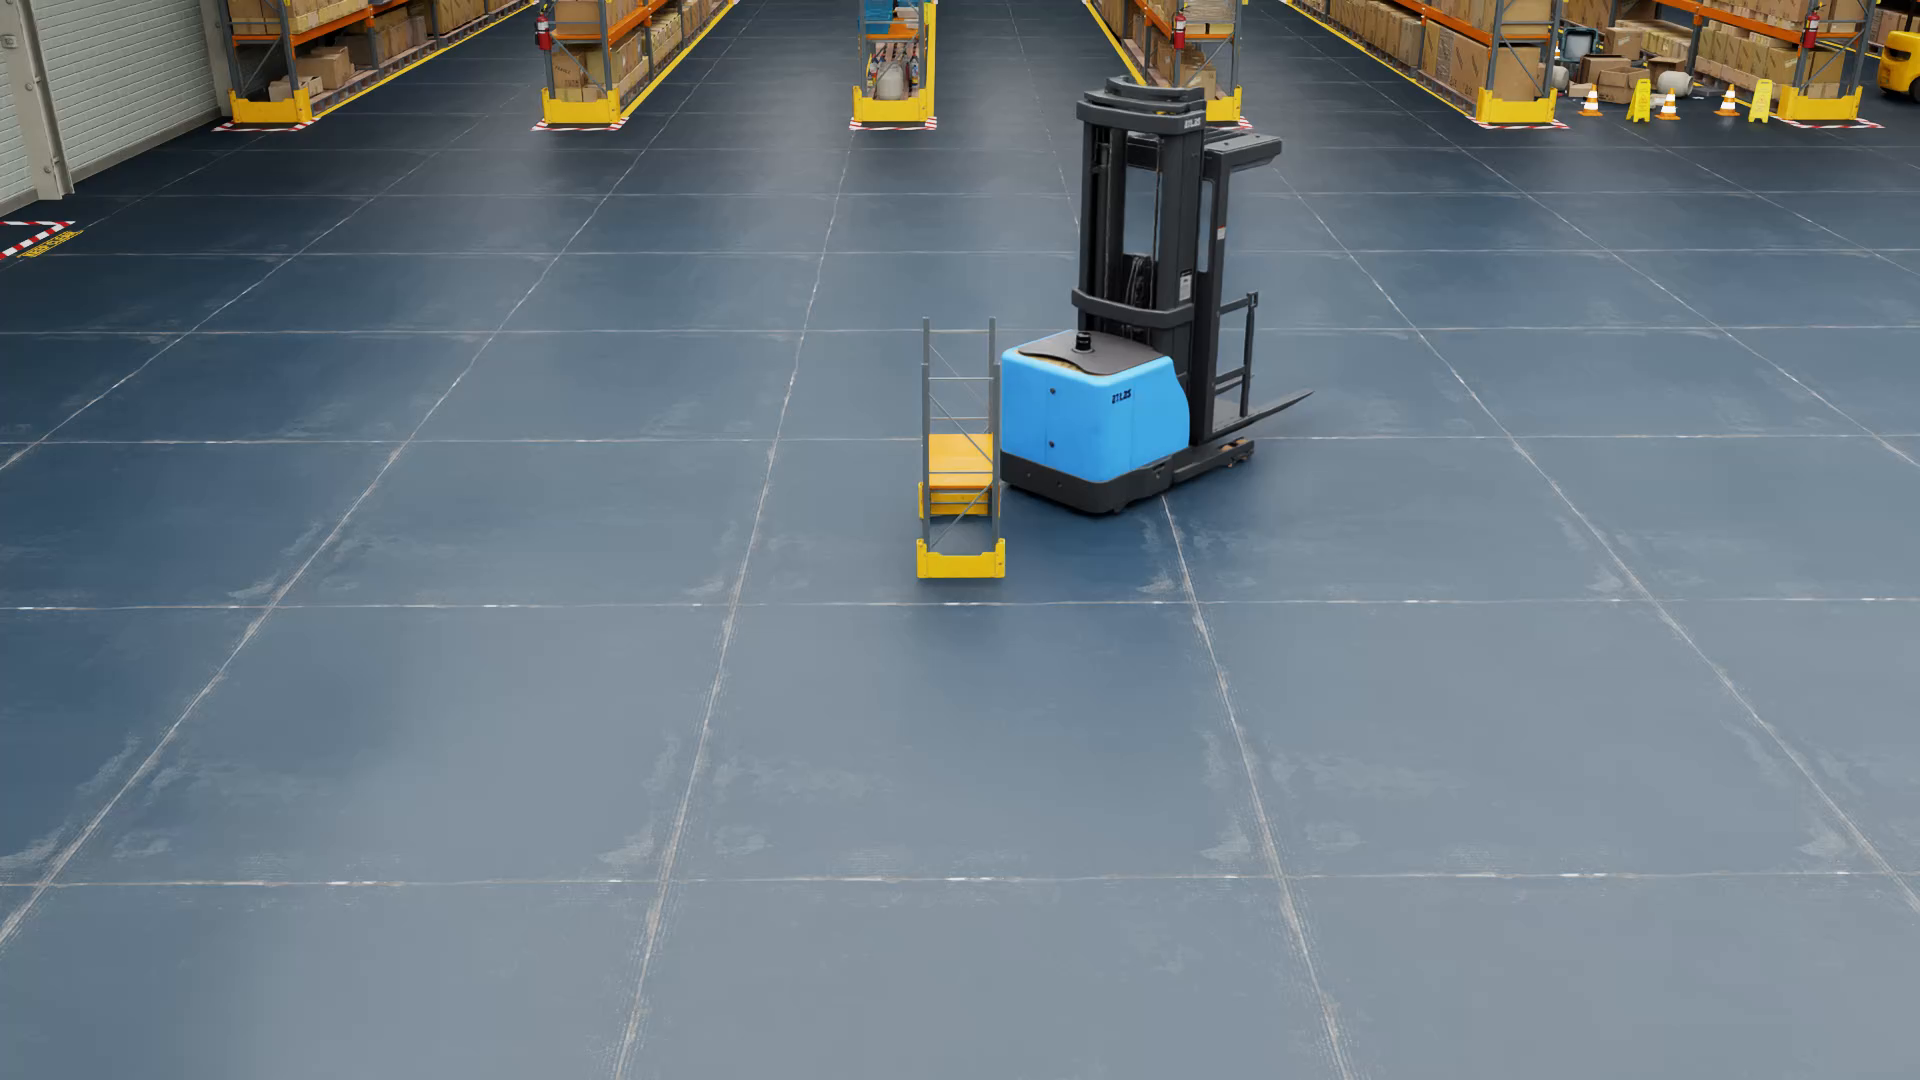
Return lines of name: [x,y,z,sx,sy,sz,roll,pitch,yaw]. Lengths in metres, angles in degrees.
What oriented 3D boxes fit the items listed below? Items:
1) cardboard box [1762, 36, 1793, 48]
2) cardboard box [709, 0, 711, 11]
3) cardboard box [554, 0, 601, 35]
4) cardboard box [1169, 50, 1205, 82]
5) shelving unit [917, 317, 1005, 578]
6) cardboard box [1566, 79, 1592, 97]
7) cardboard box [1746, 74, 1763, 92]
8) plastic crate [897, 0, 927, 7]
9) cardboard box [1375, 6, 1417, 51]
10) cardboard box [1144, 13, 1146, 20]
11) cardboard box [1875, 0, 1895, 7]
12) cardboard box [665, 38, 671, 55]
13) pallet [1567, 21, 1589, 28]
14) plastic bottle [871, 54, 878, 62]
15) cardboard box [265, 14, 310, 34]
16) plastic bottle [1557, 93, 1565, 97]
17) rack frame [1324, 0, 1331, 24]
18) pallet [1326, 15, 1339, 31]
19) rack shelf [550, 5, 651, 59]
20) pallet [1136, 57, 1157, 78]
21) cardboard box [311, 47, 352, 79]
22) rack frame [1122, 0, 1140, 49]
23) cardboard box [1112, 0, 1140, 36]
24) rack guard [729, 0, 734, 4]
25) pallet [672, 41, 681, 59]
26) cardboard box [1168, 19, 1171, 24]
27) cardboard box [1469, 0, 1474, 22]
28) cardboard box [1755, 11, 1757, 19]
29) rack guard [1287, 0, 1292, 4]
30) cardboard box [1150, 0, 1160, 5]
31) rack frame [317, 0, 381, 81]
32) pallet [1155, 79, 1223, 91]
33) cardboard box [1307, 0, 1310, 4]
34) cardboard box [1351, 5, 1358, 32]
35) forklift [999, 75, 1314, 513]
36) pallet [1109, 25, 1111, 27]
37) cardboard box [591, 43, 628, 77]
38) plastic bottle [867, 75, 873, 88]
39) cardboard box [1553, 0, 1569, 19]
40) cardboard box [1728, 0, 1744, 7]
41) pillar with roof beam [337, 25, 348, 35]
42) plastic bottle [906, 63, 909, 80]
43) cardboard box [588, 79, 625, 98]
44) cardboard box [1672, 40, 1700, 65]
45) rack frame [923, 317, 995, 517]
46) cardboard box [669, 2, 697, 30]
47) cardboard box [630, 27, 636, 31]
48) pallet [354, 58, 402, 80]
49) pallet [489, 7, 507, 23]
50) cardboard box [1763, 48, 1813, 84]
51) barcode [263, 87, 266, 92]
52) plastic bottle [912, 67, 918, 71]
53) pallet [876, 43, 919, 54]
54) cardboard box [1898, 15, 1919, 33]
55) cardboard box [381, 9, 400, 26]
cardboard box: [13.460,-8.200,27.371,0.380,0.149,0.250,0,24,1]
cardboard box: [-5.934,-12.151,37.705,0.500,0.311,0.500,0,24,-1]
cardboard box: [-6.007,-8.295,26.329,0.700,0.500,0.500,0,24,-1]
cardboard box: [3.911,-8.144,28.641,0.500,0.500,0.500,-2,24,-5]
shelving unit: [0.001,-0.652,11.371,0.587,1.500,1.083,0,24,-1]
cardboard box: [10.669,-7.783,28.636,0.396,0.266,0.258,4,25,9]
cardboard box: [13.525,-7.628,27.804,0.500,0.250,0.500,0,24,0]
plastic crate: [-0.821,-9.203,28.639,0.499,0.251,0.616,0,24,-1]
cardboard box: [8.694,-9.932,32.290,1.050,0.750,0.750,0,24,0]
cardboard box: [3.857,-10.305,32.485,0.500,0.250,0.500,2,24,5]
cardboard box: [18.983,-11.029,34.232,0.380,0.149,0.250,1,24,2]
cardboard box: [-5.832,-9.445,31.820,0.500,0.250,0.500,0,24,0]
pallet: [13.770,-10.997,35.809,1.003,0.211,1.213,0,24,-1]
plastic bottle: [-1.511,-8.385,29.330,0.144,0.351,0.185,0,24,1]
cardboard box: [-10.656,-8.176,26.346,0.500,0.250,0.500,-1,24,-2]
plastic bottle: [10.251,-7.654,28.600,0.283,0.061,0.133,-9,26,-19]
rack frame: [8.721,-13.025,36.909,1.000,3.000,0.127,0,24,-1]
pallet: [8.731,-11.434,36.775,1.003,0.211,1.213,0,24,-1]
rack shelf: [-6.036,-8.553,27.895,1.077,0.370,4.000,0,24,-1]
pallet: [3.838,-8.798,30.948,1.003,0.211,1.213,0,24,-1]
cardboard box: [-10.960,-8.315,28.995,0.500,0.500,0.500,-2,24,-5]
rack frame: [3.804,-11.396,33.308,1.000,3.000,0.127,0,24,-1]
cardboard box: [3.817,-10.904,34.288,1.225,0.875,0.875,-1,24,-3]
rack guard: [-6.188,-13.480,40.947,1.175,0.500,0.348,0,24,-1]
pallet: [-6.132,-9.743,33.037,1.003,0.211,1.213,0,24,-1]
cardboard box: [3.652,-8.617,27.467,0.380,0.149,0.250,0,24,-1]
cardboard box: [8.894,-8.759,27.295,0.875,0.550,0.550,0,24,-1]
cardboard box: [13.586,-8.813,27.901,0.380,0.149,0.250,0,24,-1]
rack guard: [8.678,-13.503,41.000,1.175,0.500,0.348,0,24,-1]
cardboard box: [3.761,-9.537,28.715,0.875,0.500,0.500,0,24,-1]
rack frame: [-11.011,-9.681,29.516,1.000,3.000,0.127,0,24,-1]
pallet: [3.907,-7.697,28.512,1.003,0.211,1.213,0,24,-1]
cardboard box: [8.394,-12.711,39.165,0.380,0.149,0.250,0,24,-1]
cardboard box: [8.494,-10.913,34.764,0.500,0.500,0.500,1,24,2]
forklift: [1.681,-2.040,12.704,1.130,2.935,3.031,22,32,40]
pallet: [3.844,-11.456,36.825,1.003,0.211,1.213,0,24,-1]
cardboard box: [-5.823,-7.971,27.651,0.500,0.500,0.500,0,24,-1]
plastic bottle: [-1.520,-7.758,28.125,0.097,0.201,0.097,0,24,0]
cardboard box: [13.757,-12.057,36.838,0.875,0.875,0.875,0,24,1]
cardboard box: [13.504,-9.378,28.362,0.500,0.500,0.500,0,24,-1]
pillar with roof beam: [-7.601,-13.543,30.774,9.100,9.000,0.400,0,24,-1]
plastic bottle: [-0.913,-8.145,28.881,0.061,0.283,0.133,0,24,-1]
cardboard box: [-5.807,-7.423,27.351,0.500,0.250,0.500,0,24,-1]
cardboard box: [13.749,-9.003,30.695,0.950,0.372,0.625,0,24,0]
rack frame: [-0.005,-0.858,11.826,0.500,1.500,0.032,0,24,-1]
cardboard box: [-5.833,-11.026,34.989,0.500,0.500,0.500,-1,24,-1]
cardboard box: [-6.364,-9.485,31.228,0.500,0.311,0.500,0,24,-1]
pallet: [-11.021,-8.732,30.800,1.003,0.211,1.213,0,24,-1]
pallet: [-11.029,-12.021,38.073,1.003,0.211,1.213,0,24,-1]
cardboard box: [13.531,-7.754,27.171,0.500,0.500,0.500,0,24,0]
barcode: [-11.285,-7.304,26.977,0.001,0.075,0.075,0,24,-1]
plastic bottle: [-0.774,-7.966,28.500,0.097,0.271,0.097,0,24,0]
pallet: [-1.179,-9.784,33.127,1.003,0.211,1.213,0,24,-1]
cardboard box: [18.693,-9.770,32.085,0.875,0.625,0.625,-1,24,-3]
cardboard box: [-11.041,-9.989,31.786,0.500,0.250,0.500,0,24,-1]
